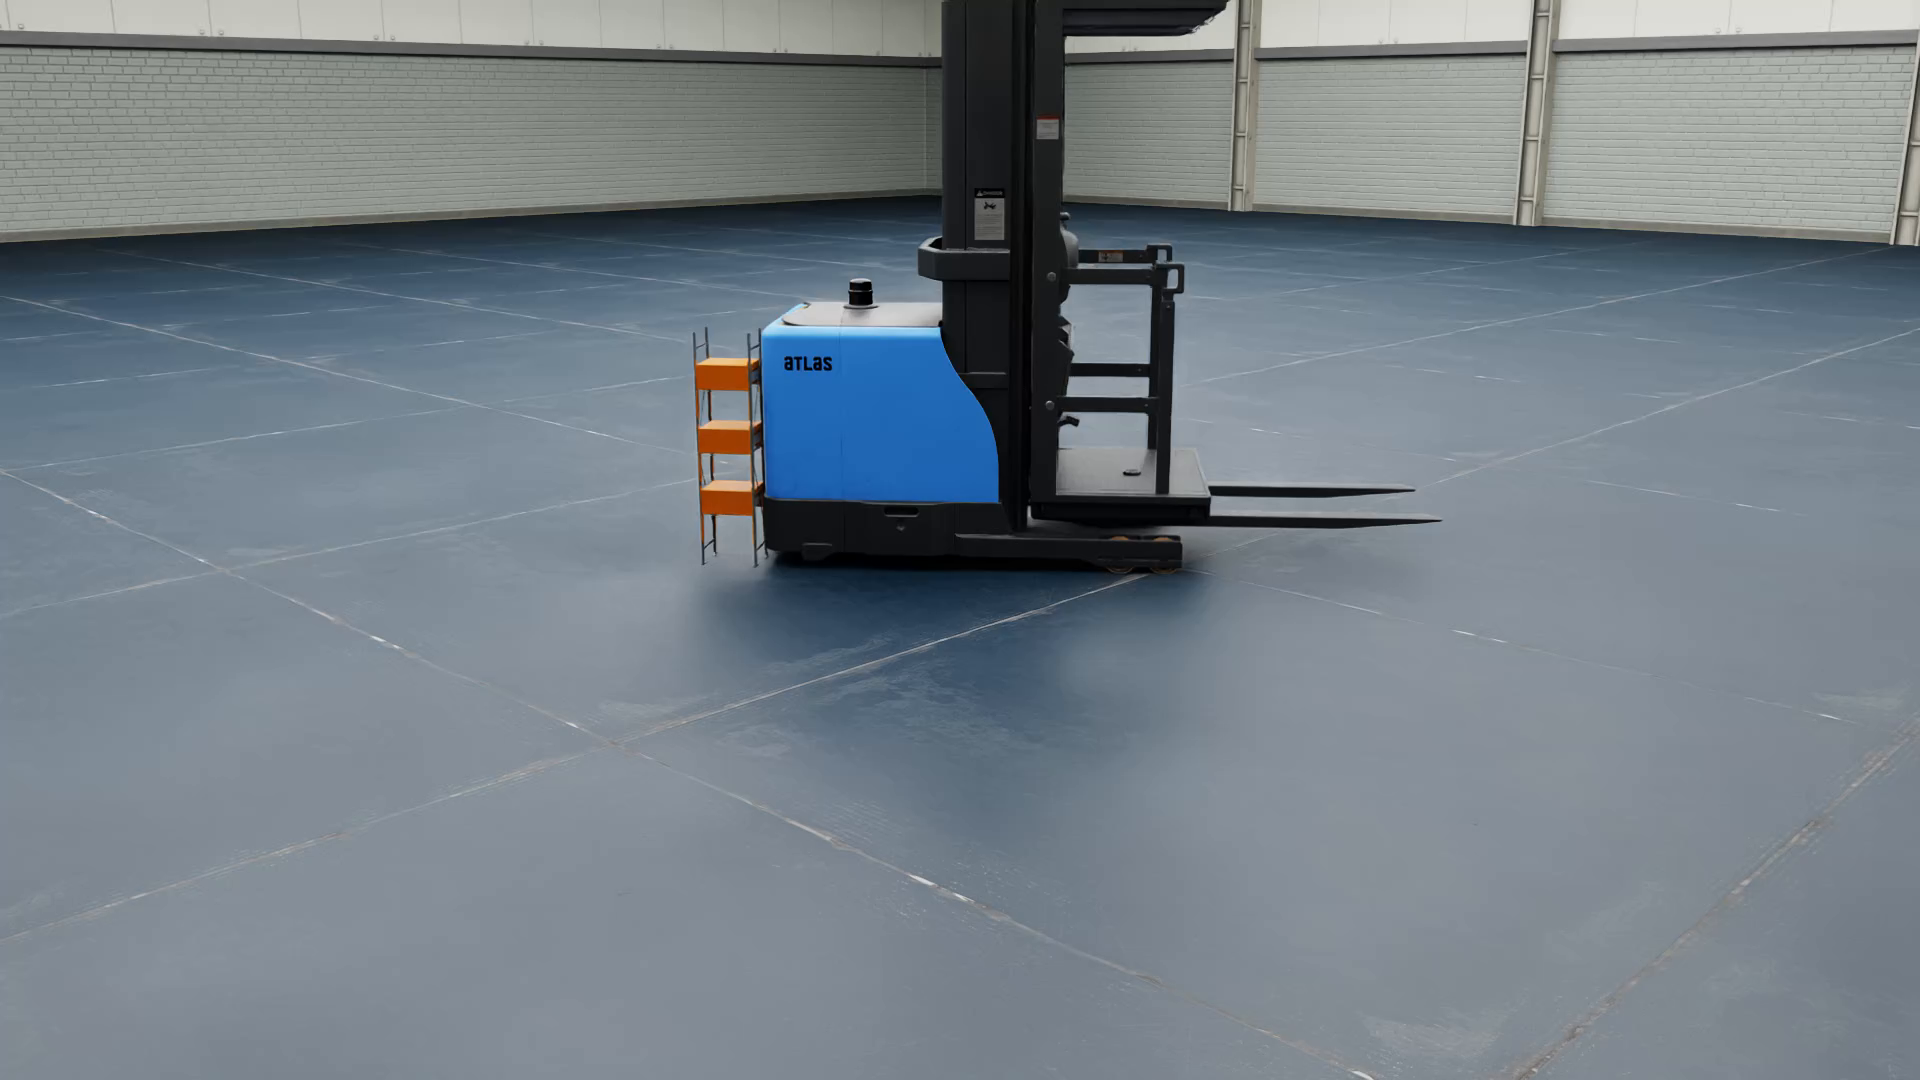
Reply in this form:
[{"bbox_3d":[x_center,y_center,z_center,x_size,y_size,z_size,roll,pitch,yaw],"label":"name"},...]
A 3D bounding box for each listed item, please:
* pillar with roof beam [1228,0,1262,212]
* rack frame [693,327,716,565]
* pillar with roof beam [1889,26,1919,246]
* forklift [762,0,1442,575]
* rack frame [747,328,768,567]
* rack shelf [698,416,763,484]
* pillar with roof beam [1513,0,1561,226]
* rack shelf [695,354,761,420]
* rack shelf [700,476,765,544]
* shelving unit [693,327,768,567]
[{"bbox_3d":[2.579,-10.108,28.878,0.400,9.000,9.100,14,20,42],"label":"pillar with roof beam"},{"bbox_3d":[-1.145,-0.420,7.463,0.008,1.050,0.200,2,15,8],"label":"rack frame"},{"bbox_3d":[11.218,-8.008,20.818,0.400,9.000,9.100,14,20,42],"label":"pillar with roof beam"},{"bbox_3d":[0.658,-1.402,7.501,3.031,2.935,1.130,1,15,4],"label":"forklift"},{"bbox_3d":[-0.904,-0.411,7.428,0.008,1.050,0.200,2,15,8],"label":"rack frame"},{"bbox_3d":[-1.024,-0.406,7.448,0.240,0.259,0.215,2,15,8],"label":"rack shelf"},{"bbox_3d":[6.899,-9.058,24.848,0.400,9.000,9.100,14,20,42],"label":"pillar with roof beam"},{"bbox_3d":[-1.024,-0.680,7.377,0.240,0.259,0.215,2,15,8],"label":"rack shelf"},{"bbox_3d":[-1.024,-0.137,7.518,0.240,0.259,0.215,2,15,8],"label":"rack shelf"},{"bbox_3d":[-1.024,-0.416,7.446,0.252,1.050,0.215,2,15,8],"label":"shelving unit"}]
